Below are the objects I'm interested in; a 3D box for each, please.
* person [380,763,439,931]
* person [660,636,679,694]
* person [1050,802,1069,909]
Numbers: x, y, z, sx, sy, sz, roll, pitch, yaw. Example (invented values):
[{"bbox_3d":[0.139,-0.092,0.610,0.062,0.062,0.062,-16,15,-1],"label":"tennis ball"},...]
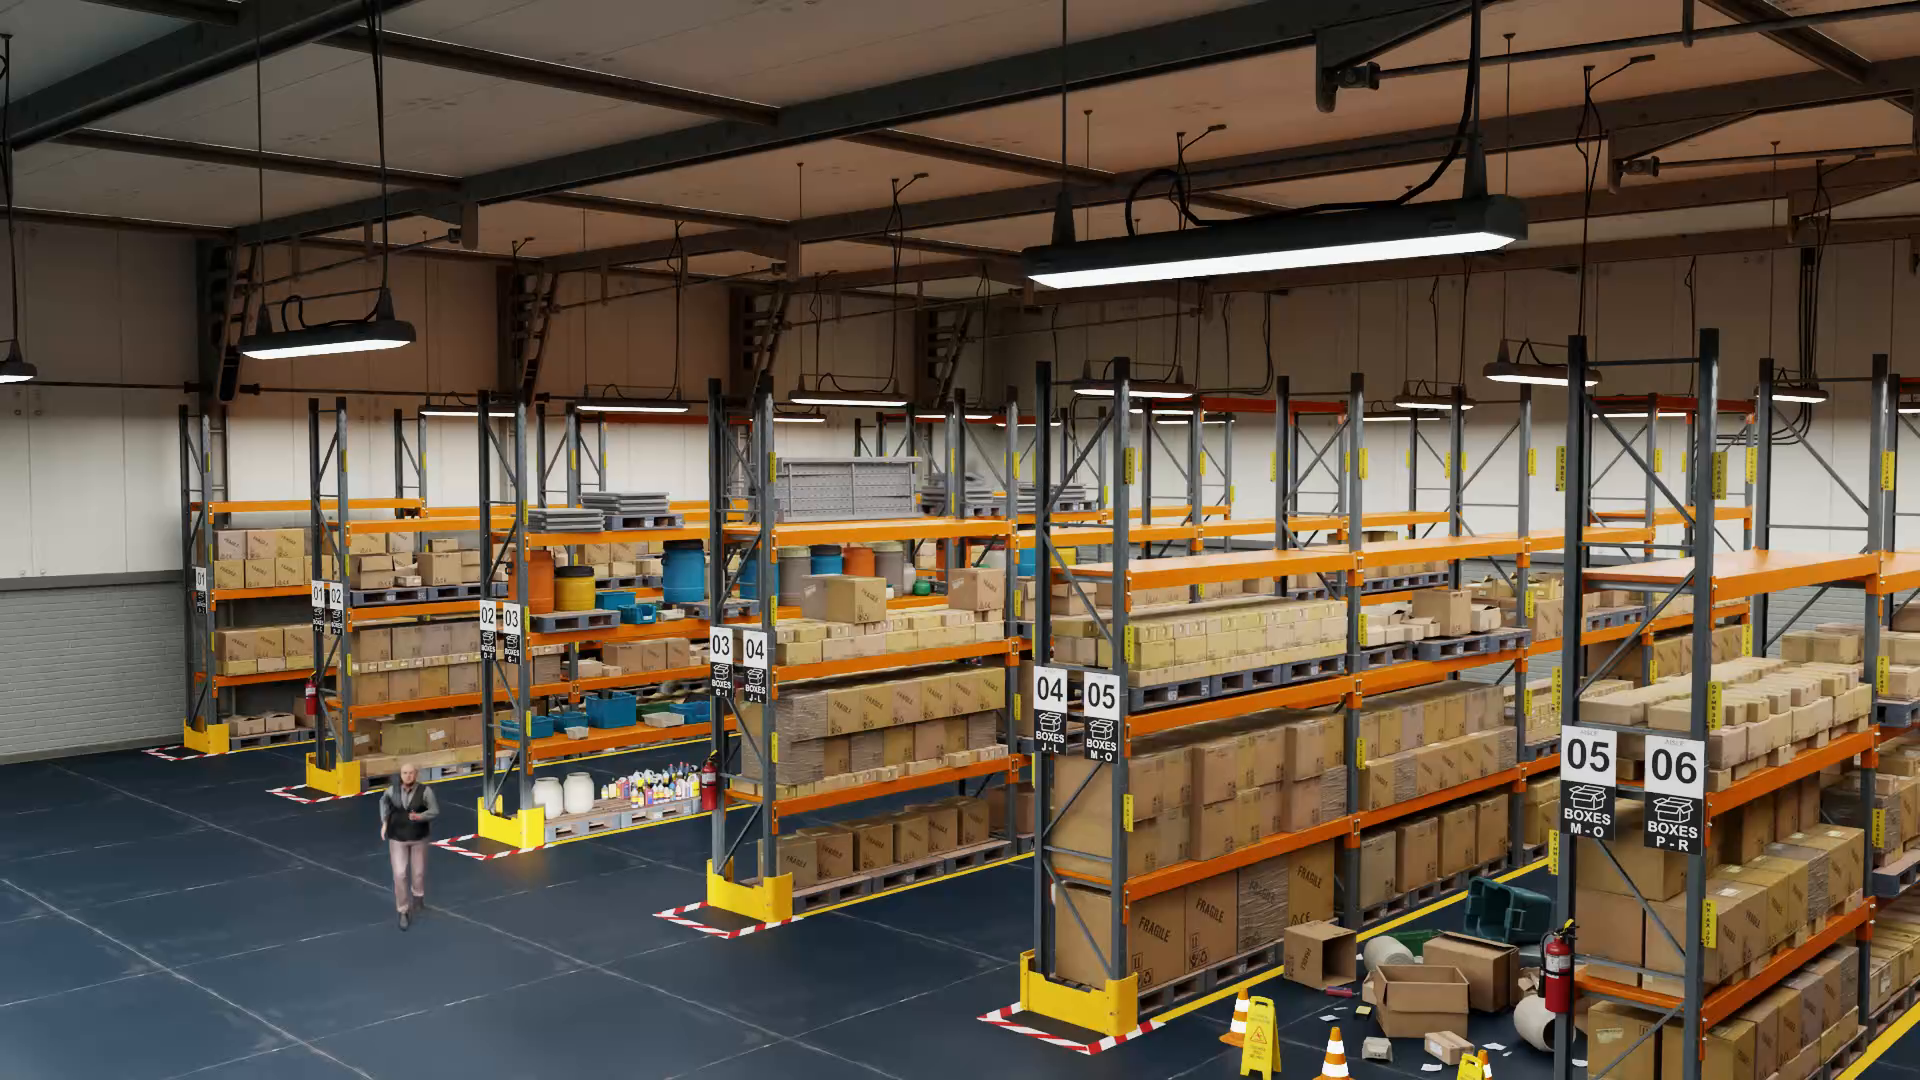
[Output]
[{"bbox_3d":[-6.061,3.327,18.322,0.628,1.773,0.867,-1,3,-17],"label":"person"},{"bbox_3d":[-5.583,2.677,31.760,0.580,1.680,0.685,3,4,44],"label":"person"},{"bbox_3d":[1.115,3.363,17.572,0.649,1.740,0.603,2,4,36],"label":"person"}]
